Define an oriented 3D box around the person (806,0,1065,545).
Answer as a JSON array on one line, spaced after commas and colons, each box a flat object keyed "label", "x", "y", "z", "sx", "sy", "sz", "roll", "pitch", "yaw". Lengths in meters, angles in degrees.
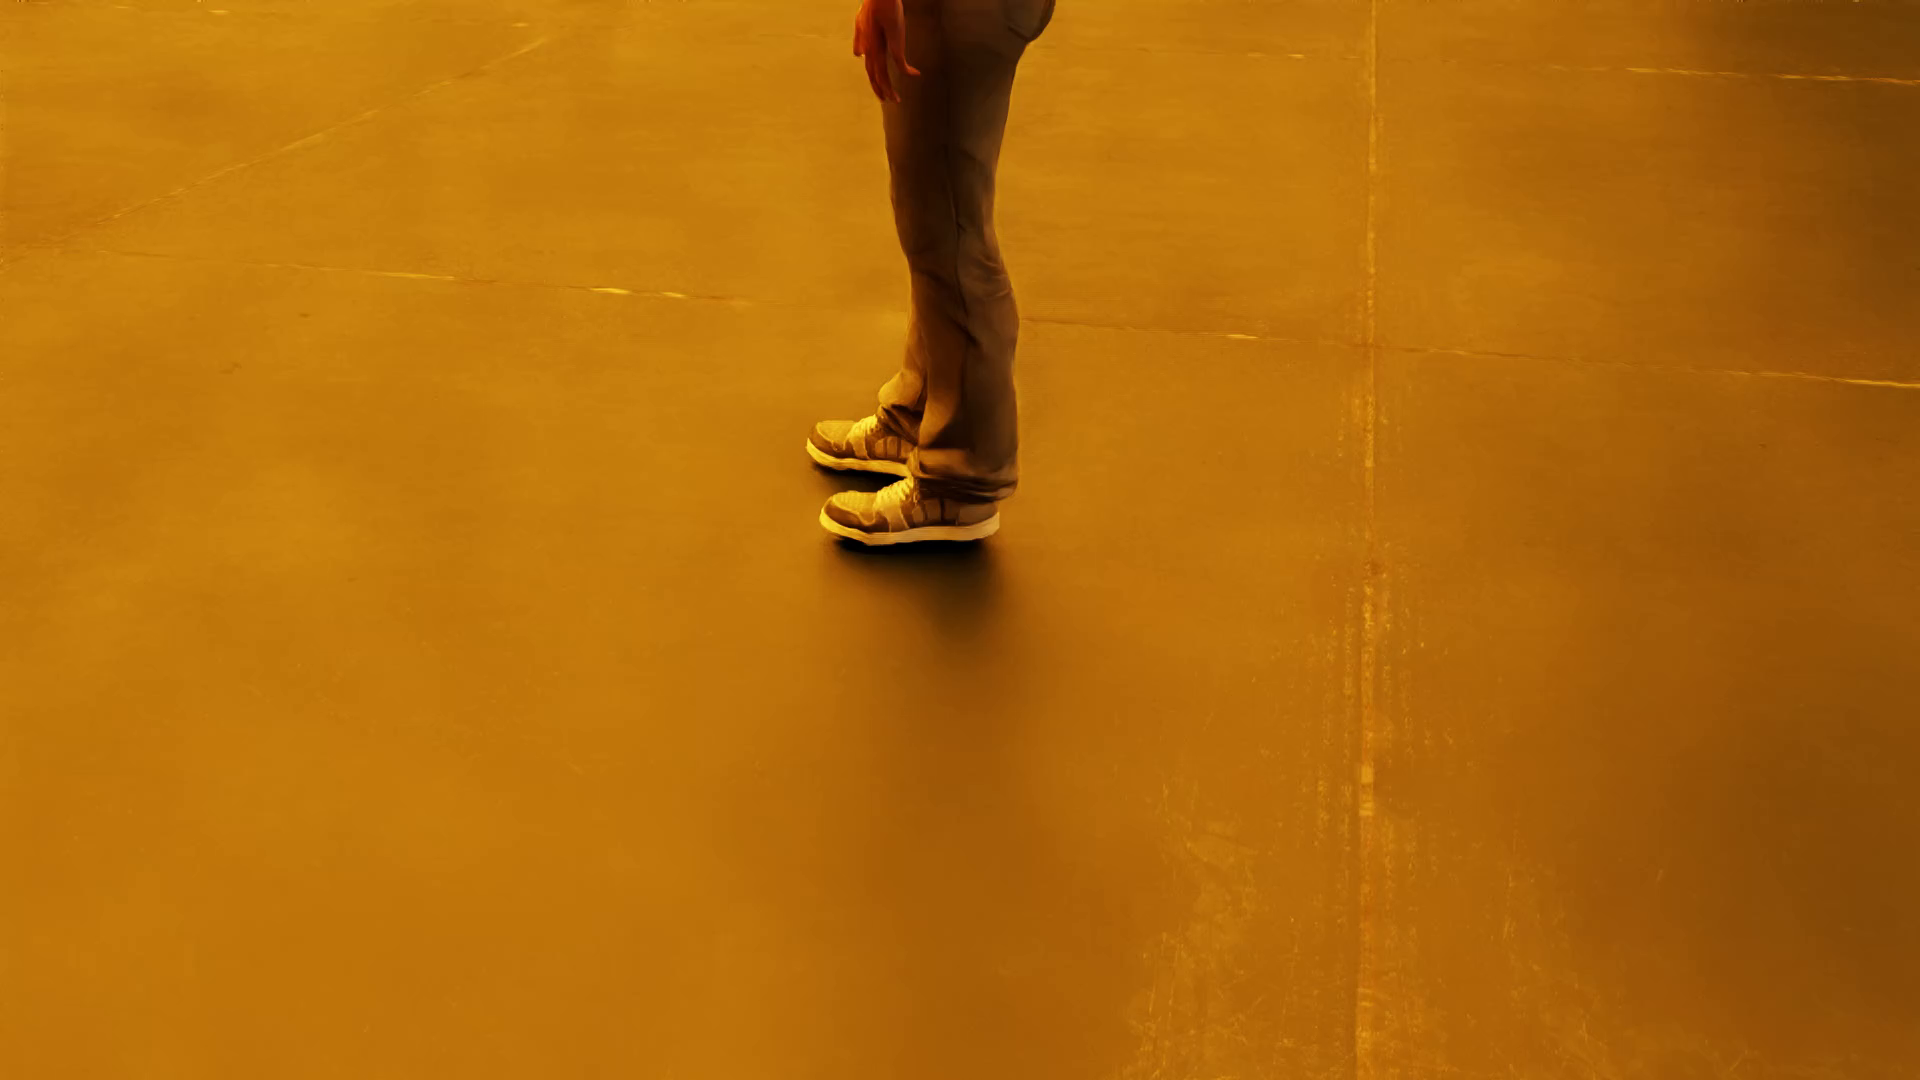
[{"label": "person", "x": -0.069, "y": -0.733, "z": 2.164, "sx": 0.474, "sy": 1.597, "sz": 0.521, "roll": 6, "pitch": 27, "yaw": 11}]
